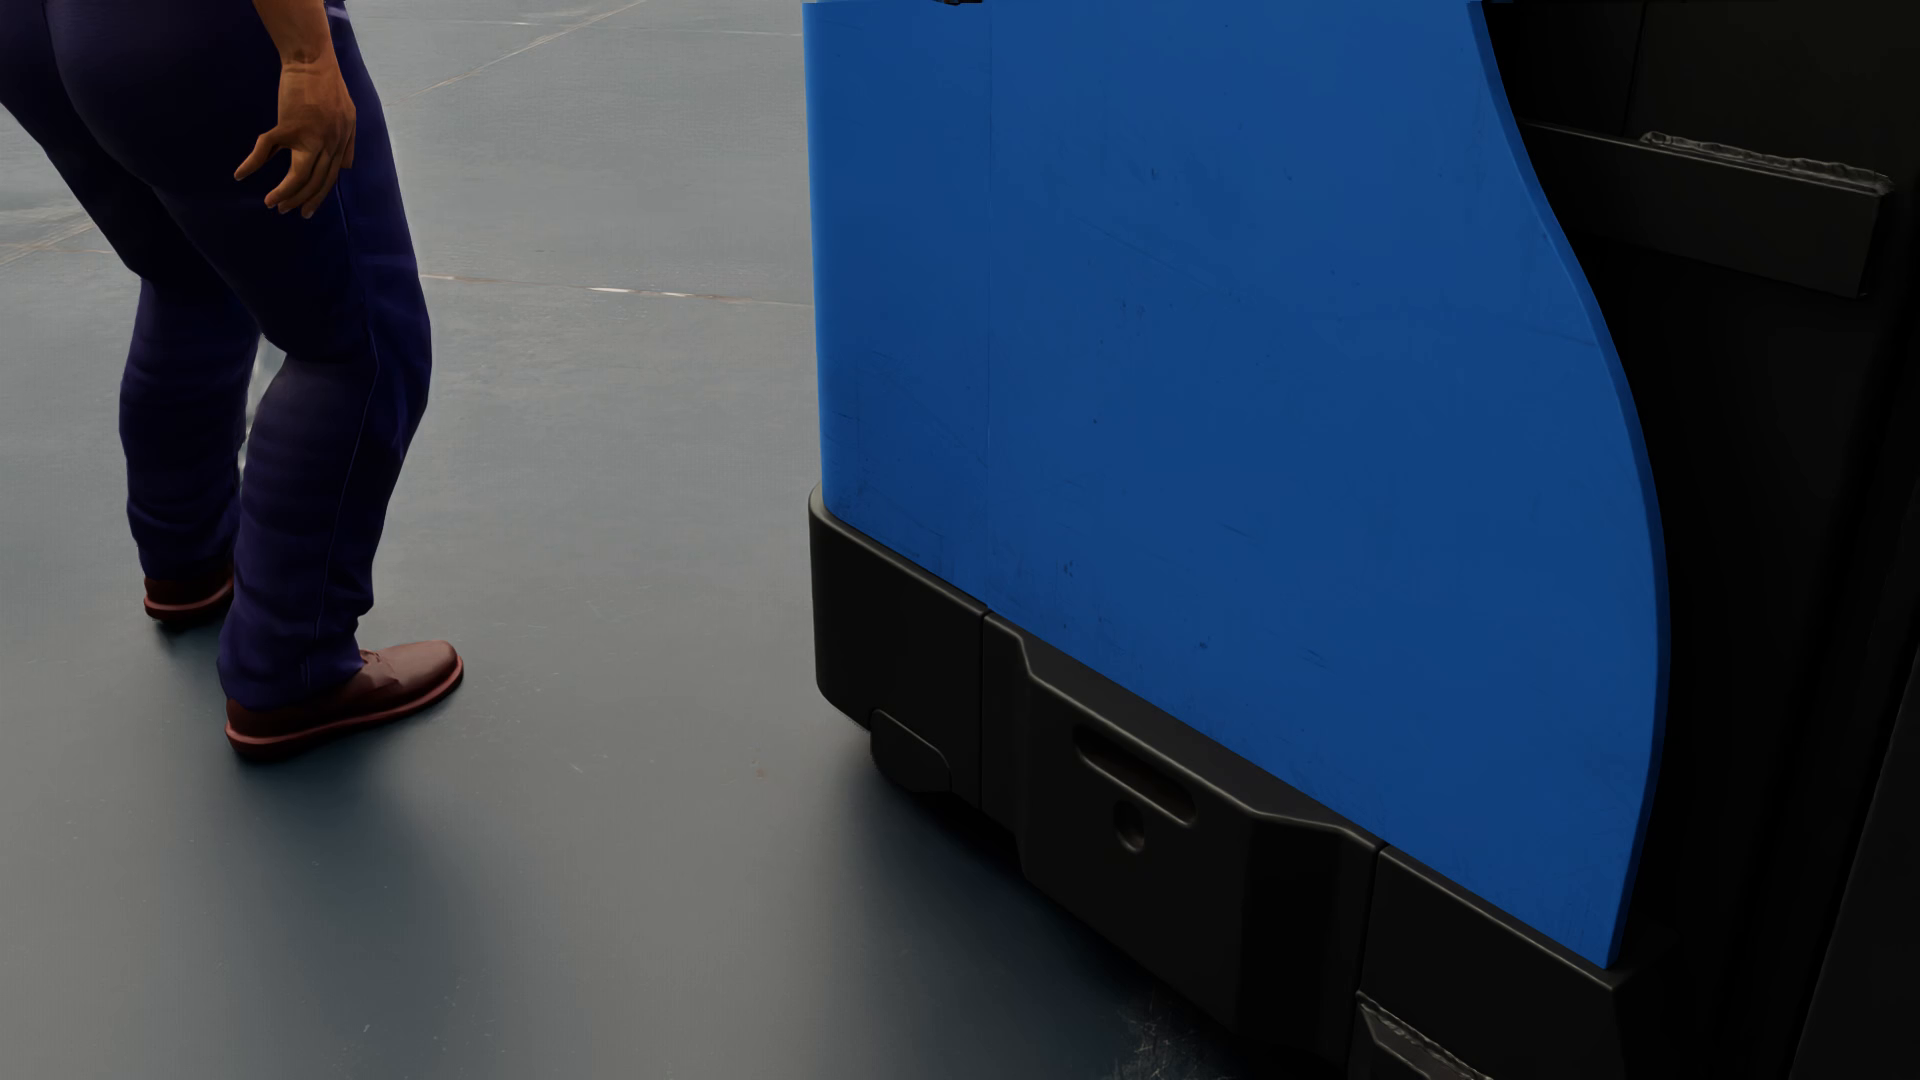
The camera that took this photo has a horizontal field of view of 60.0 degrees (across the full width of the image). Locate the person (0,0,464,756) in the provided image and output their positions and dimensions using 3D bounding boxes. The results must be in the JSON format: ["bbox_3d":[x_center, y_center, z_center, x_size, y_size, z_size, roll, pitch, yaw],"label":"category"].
[{"bbox_3d":[-0.863,-0.563,1.825,0.796,1.625,0.374,19,33,33],"label":"person"}]

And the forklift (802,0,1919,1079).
[{"bbox_3d":[1.146,-0.708,0.649,1.130,2.935,3.031,-20,33,-34],"label":"forklift"}]
